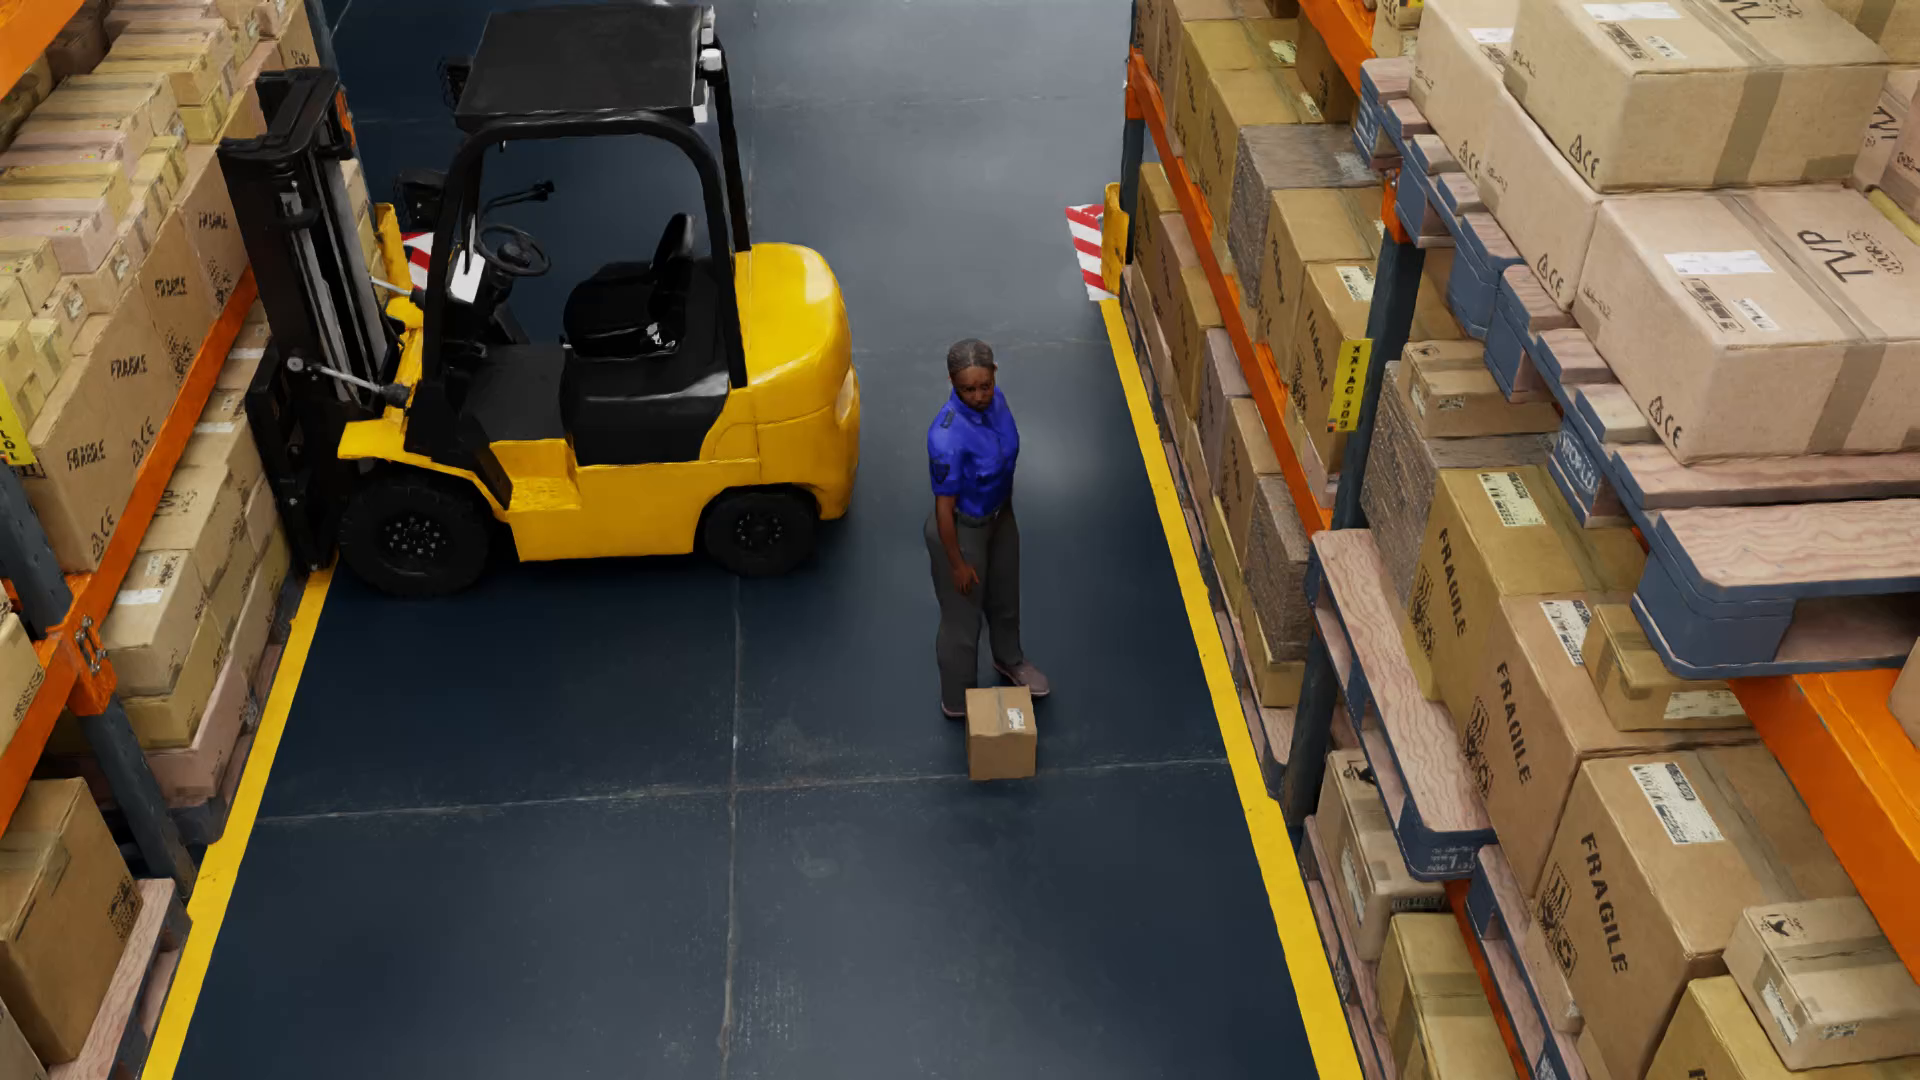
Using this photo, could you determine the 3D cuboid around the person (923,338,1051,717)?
[{"bbox_3d":[0.106,-0.021,6.165,0.438,1.662,0.486,22,44,24],"label":"person"}]
